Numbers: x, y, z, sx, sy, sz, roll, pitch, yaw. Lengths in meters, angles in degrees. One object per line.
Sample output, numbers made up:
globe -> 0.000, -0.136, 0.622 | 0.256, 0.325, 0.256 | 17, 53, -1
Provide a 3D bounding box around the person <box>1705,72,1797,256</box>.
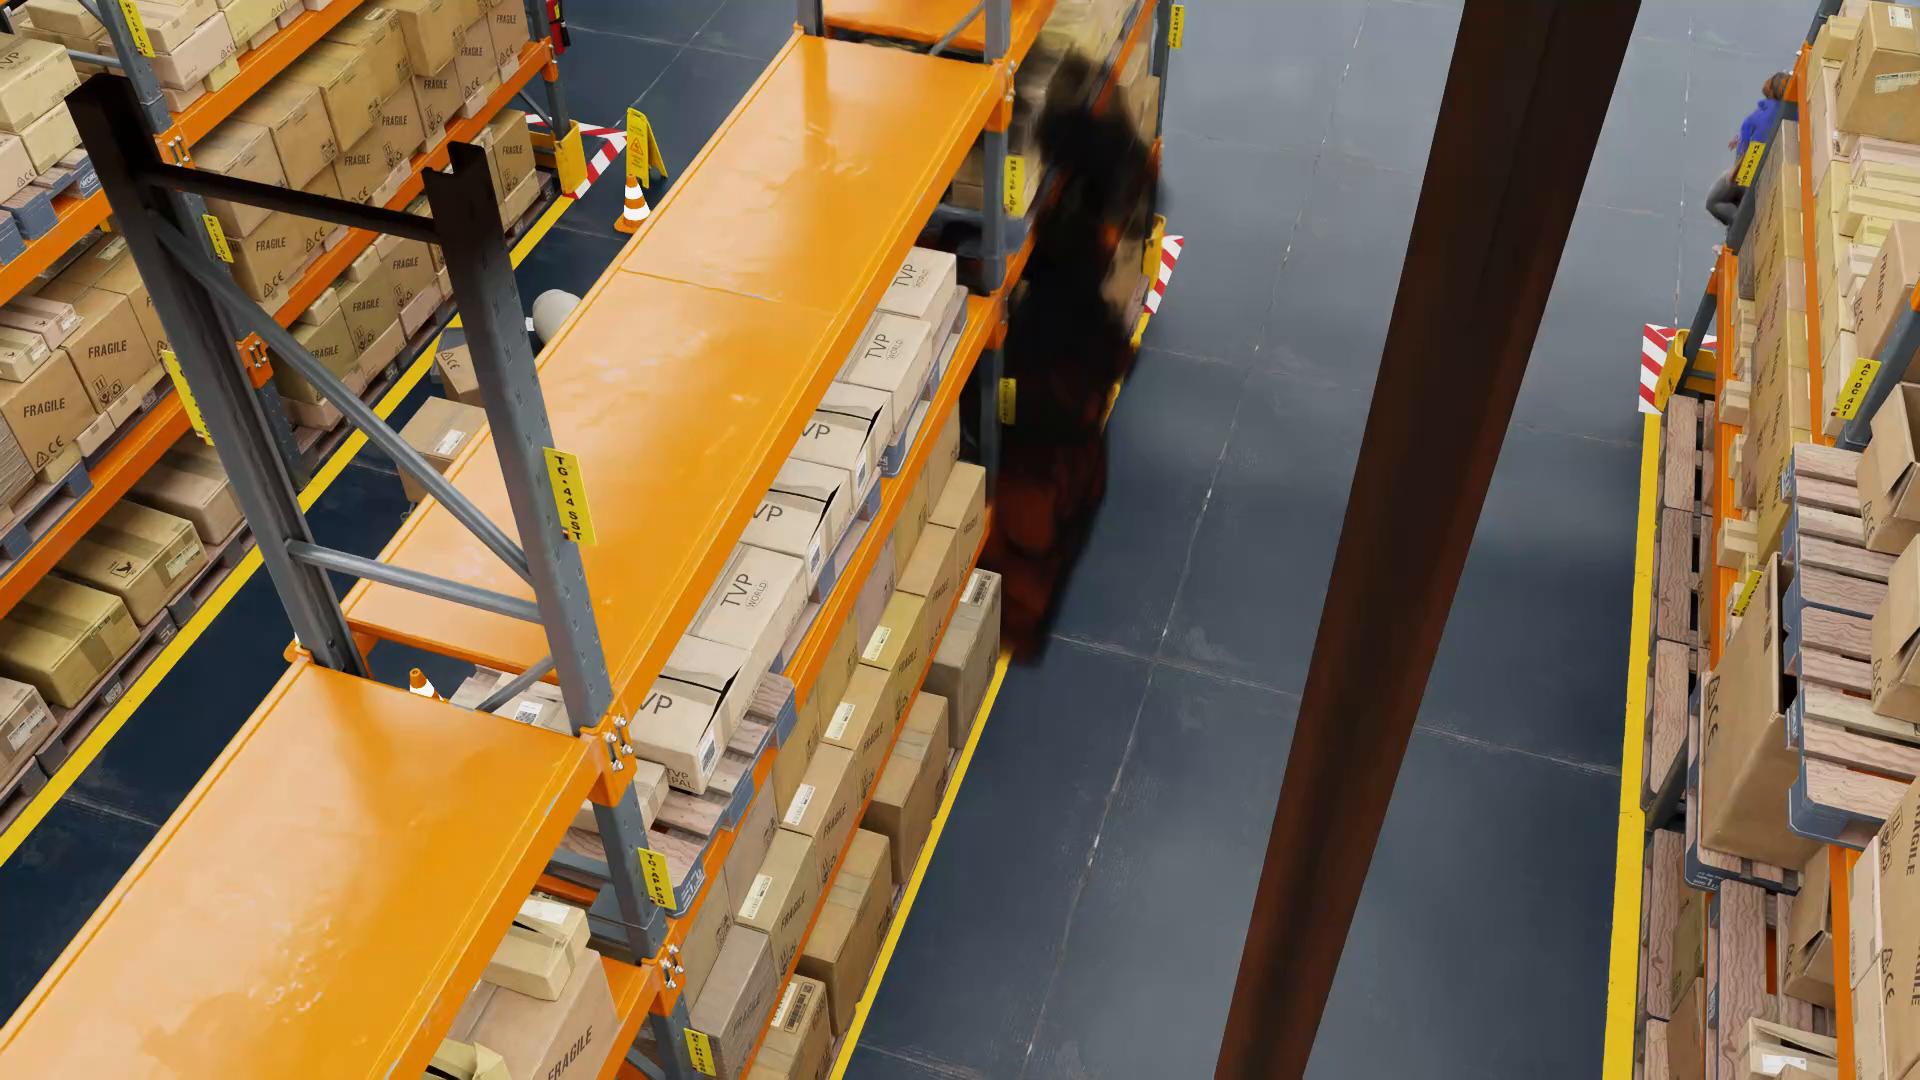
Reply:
person -> 6.076, -2.838, 12.798 | 0.603, 1.615, 0.631 | -24, 50, -22
